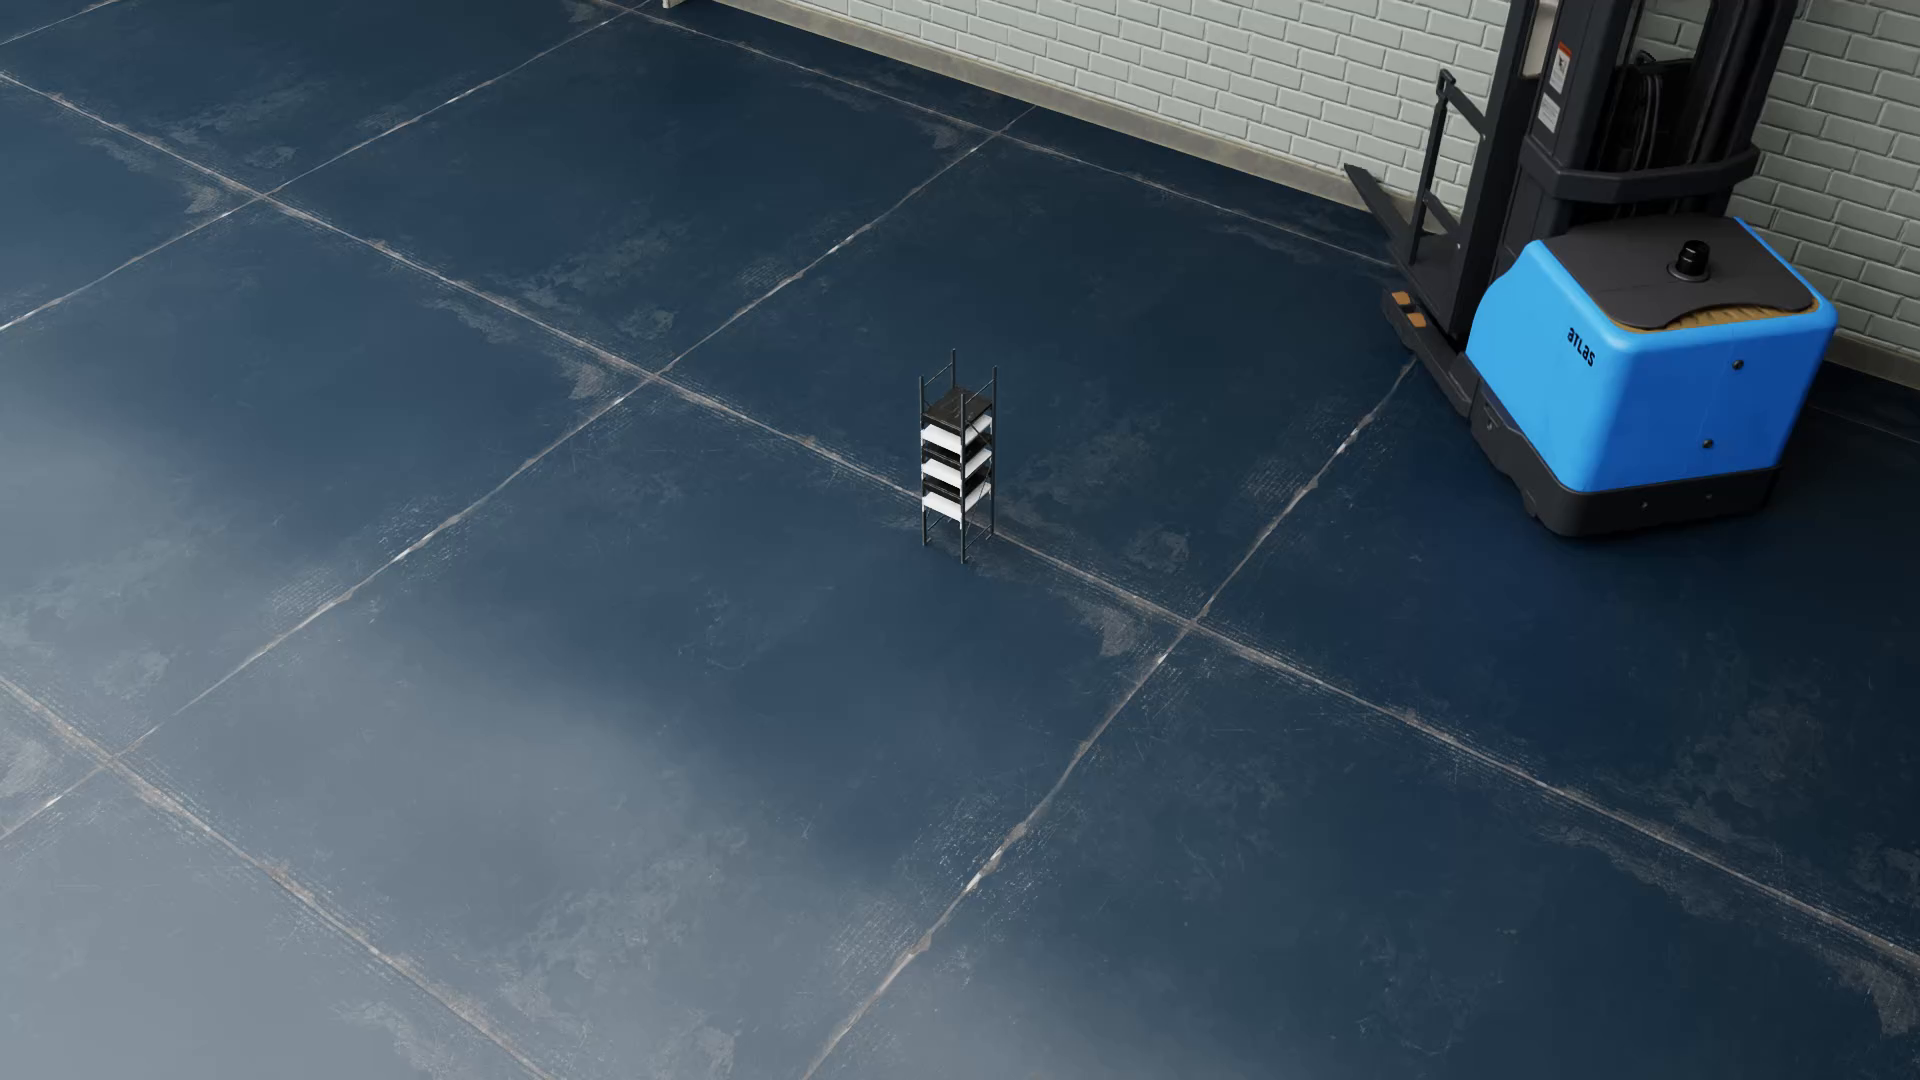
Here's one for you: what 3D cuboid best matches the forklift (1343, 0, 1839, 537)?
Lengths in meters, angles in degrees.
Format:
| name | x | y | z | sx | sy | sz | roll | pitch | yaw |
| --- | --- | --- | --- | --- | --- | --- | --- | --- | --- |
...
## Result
| name | x | y | z | sx | sy | sz | roll | pitch | yaw |
| --- | --- | --- | --- | --- | --- | --- | --- | --- | --- |
| forklift | 2.768 | -2.098 | 7.396 | 1.130 | 2.935 | 3.031 | -8 | 42 | -9 |

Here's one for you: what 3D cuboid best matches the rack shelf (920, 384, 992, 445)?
| name | x | y | z | sx | sy | sz | roll | pitch | yaw |
| --- | --- | --- | --- | --- | --- | --- | --- | --- | --- |
| rack shelf | -0.007 | -0.515 | 6.796 | 0.200 | 0.077 | 0.258 | 25 | 48 | 25 |

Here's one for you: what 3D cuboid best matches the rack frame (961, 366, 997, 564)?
| name | x | y | z | sx | sy | sz | roll | pitch | yaw |
| --- | --- | --- | --- | --- | --- | --- | --- | --- | --- |
| rack frame | 0.077 | -0.300 | 6.910 | 0.006 | 0.900 | 0.240 | 25 | 48 | 25 |

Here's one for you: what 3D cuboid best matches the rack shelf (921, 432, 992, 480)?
| name | x | y | z | sx | sy | sz | roll | pitch | yaw |
| --- | --- | --- | --- | --- | --- | --- | --- | --- | --- |
| rack shelf | -0.007 | -0.381 | 6.916 | 0.200 | 0.077 | 0.258 | 25 | 48 | 25 |

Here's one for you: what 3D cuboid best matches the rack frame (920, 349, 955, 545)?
| name | x | y | z | sx | sy | sz | roll | pitch | yaw |
| --- | --- | --- | --- | --- | --- | --- | --- | --- | --- |
| rack frame | -0.090 | -0.377 | 6.997 | 0.006 | 0.900 | 0.240 | 25 | 48 | 25 |

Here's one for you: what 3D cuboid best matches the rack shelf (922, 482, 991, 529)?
| name | x | y | z | sx | sy | sz | roll | pitch | yaw |
| --- | --- | --- | --- | --- | --- | --- | --- | --- | --- |
| rack shelf | -0.007 | -0.179 | 7.096 | 0.200 | 0.077 | 0.258 | 25 | 48 | 25 |

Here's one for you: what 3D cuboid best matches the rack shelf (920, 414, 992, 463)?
| name | x | y | z | sx | sy | sz | roll | pitch | yaw |
| --- | --- | --- | --- | --- | --- | --- | --- | --- | --- |
| rack shelf | -0.007 | -0.448 | 6.856 | 0.200 | 0.077 | 0.258 | 25 | 48 | 25 |

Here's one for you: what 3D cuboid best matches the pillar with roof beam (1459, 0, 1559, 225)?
| name | x | y | z | sx | sy | sz | roll | pitch | yaw |
| --- | --- | --- | --- | --- | --- | --- | --- | --- | --- |
| pillar with roof beam | 0.390 | -2.470 | 3.261 | 0.400 | 9.000 | 9.100 | 25 | 48 | 25 |

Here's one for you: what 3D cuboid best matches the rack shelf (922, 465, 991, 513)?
| name | x | y | z | sx | sy | sz | roll | pitch | yaw |
| --- | --- | --- | --- | --- | --- | --- | --- | --- | --- |
| rack shelf | -0.007 | -0.247 | 7.036 | 0.200 | 0.077 | 0.258 | 25 | 48 | 25 |

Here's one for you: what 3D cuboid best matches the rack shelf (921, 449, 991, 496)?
| name | x | y | z | sx | sy | sz | roll | pitch | yaw |
| --- | --- | --- | --- | --- | --- | --- | --- | --- | --- |
| rack shelf | -0.007 | -0.314 | 6.976 | 0.200 | 0.077 | 0.258 | 25 | 48 | 25 |

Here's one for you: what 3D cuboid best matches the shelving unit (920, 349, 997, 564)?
| name | x | y | z | sx | sy | sz | roll | pitch | yaw |
| --- | --- | --- | --- | --- | --- | --- | --- | --- | --- |
| shelving unit | -0.007 | -0.338 | 6.953 | 0.210 | 0.900 | 0.258 | 25 | 48 | 25 |
